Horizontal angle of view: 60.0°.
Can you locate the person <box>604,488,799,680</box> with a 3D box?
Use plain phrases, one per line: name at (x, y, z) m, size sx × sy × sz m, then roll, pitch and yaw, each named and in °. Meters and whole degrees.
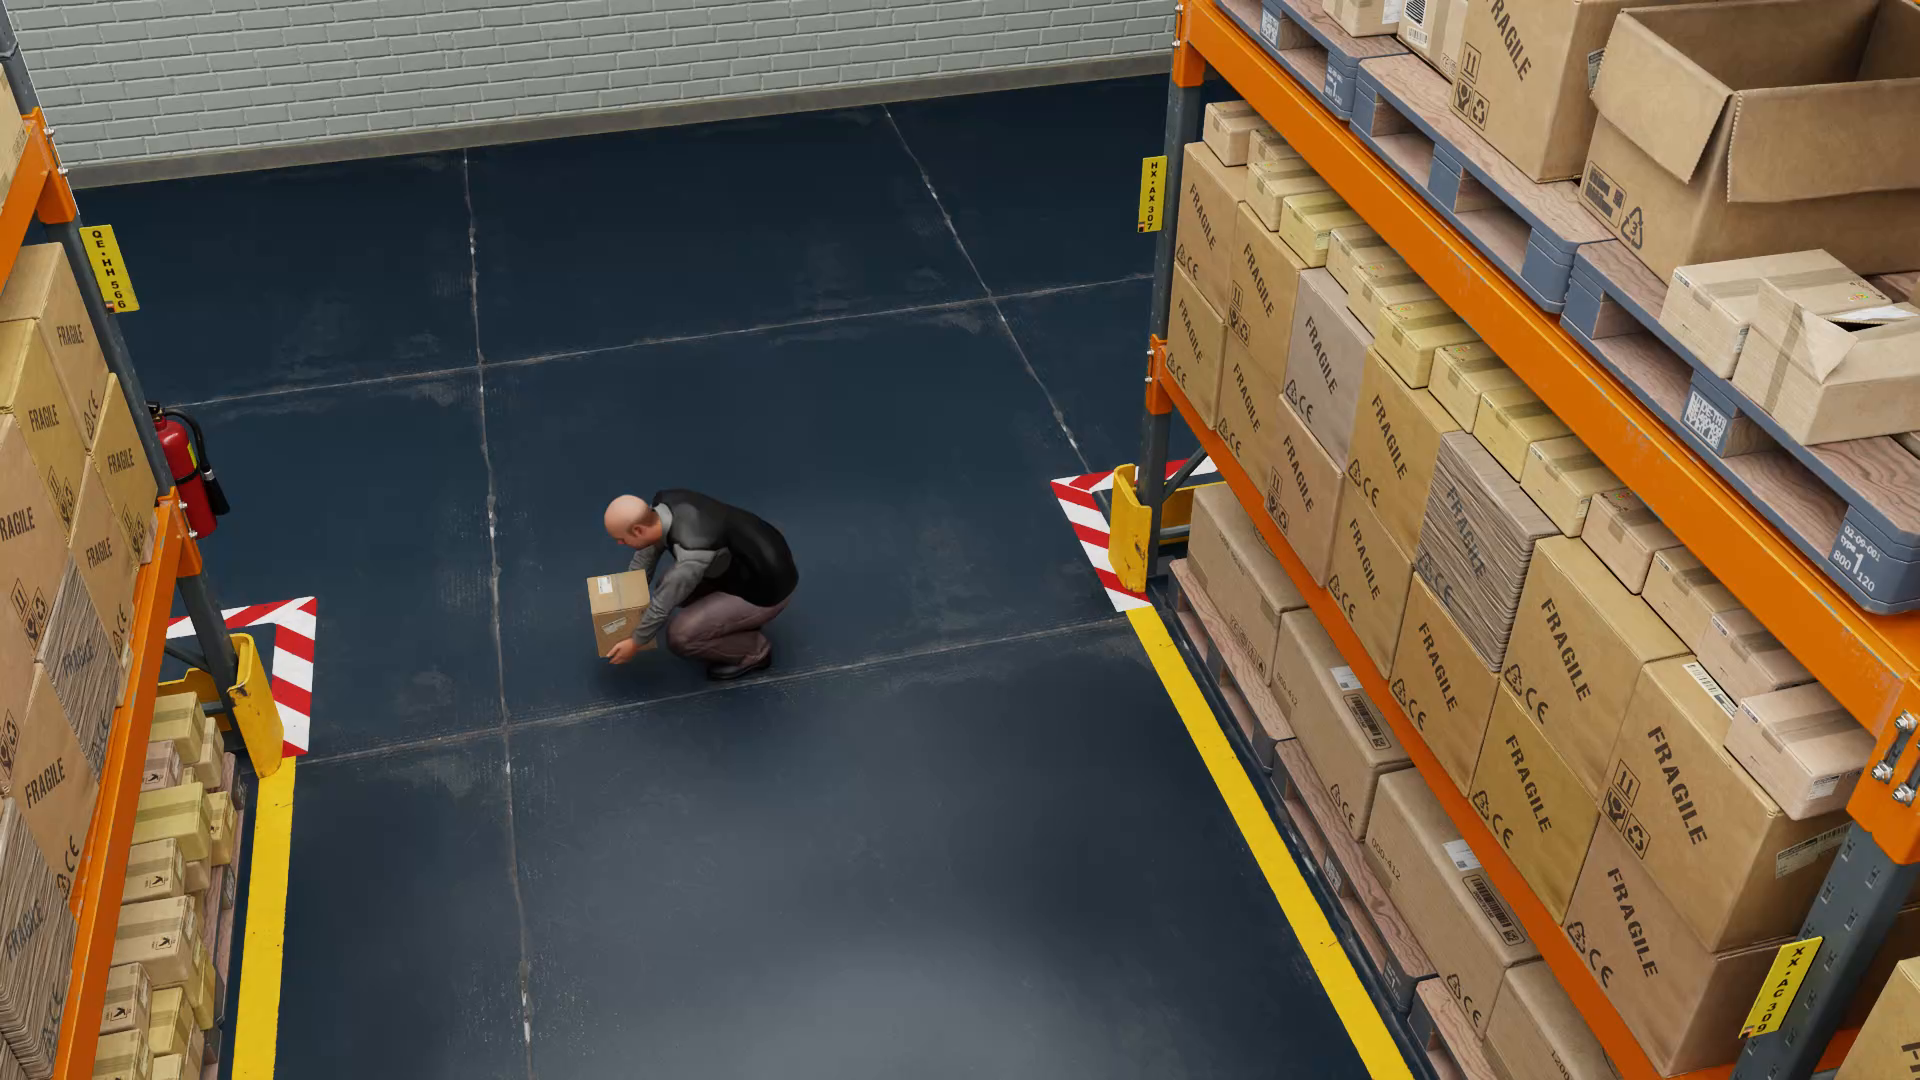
person at (-1.147, 0.147, 7.177) m, size 0.841 × 0.959 × 0.530 m, roll -10°, pitch 39°, yaw -12°
